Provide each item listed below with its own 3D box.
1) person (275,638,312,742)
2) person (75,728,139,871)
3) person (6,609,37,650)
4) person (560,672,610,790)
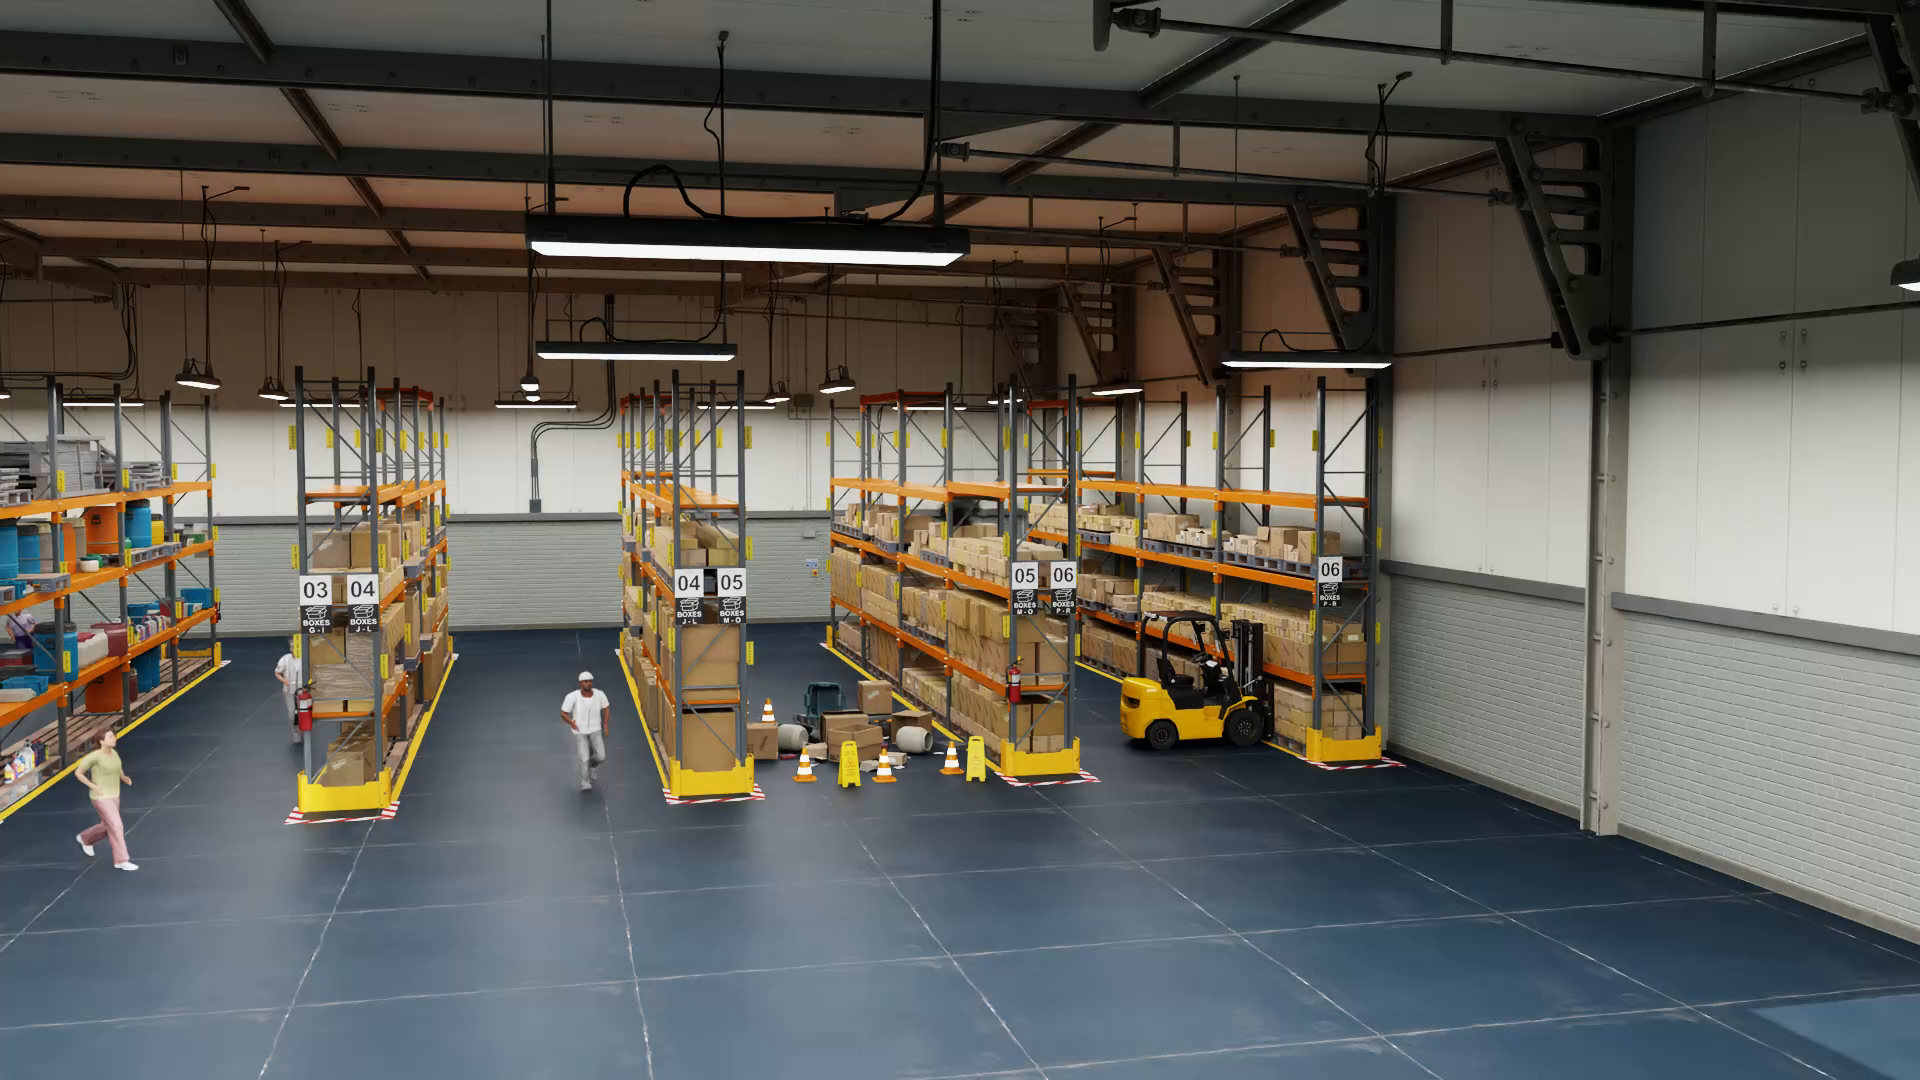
[{"bbox_3d":[-10.949,2.496,27.449,0.660,1.776,0.649,-1,4,-21],"label":"person"},{"bbox_3d":[-10.024,3.020,19.423,0.885,1.668,0.584,1,3,13],"label":"person"},{"bbox_3d":[-19.812,2.129,35.180,0.660,1.589,0.759,-1,4,-22],"label":"person"},{"bbox_3d":[-5.322,2.735,23.747,0.728,1.725,0.611,-2,4,-26],"label":"person"}]
